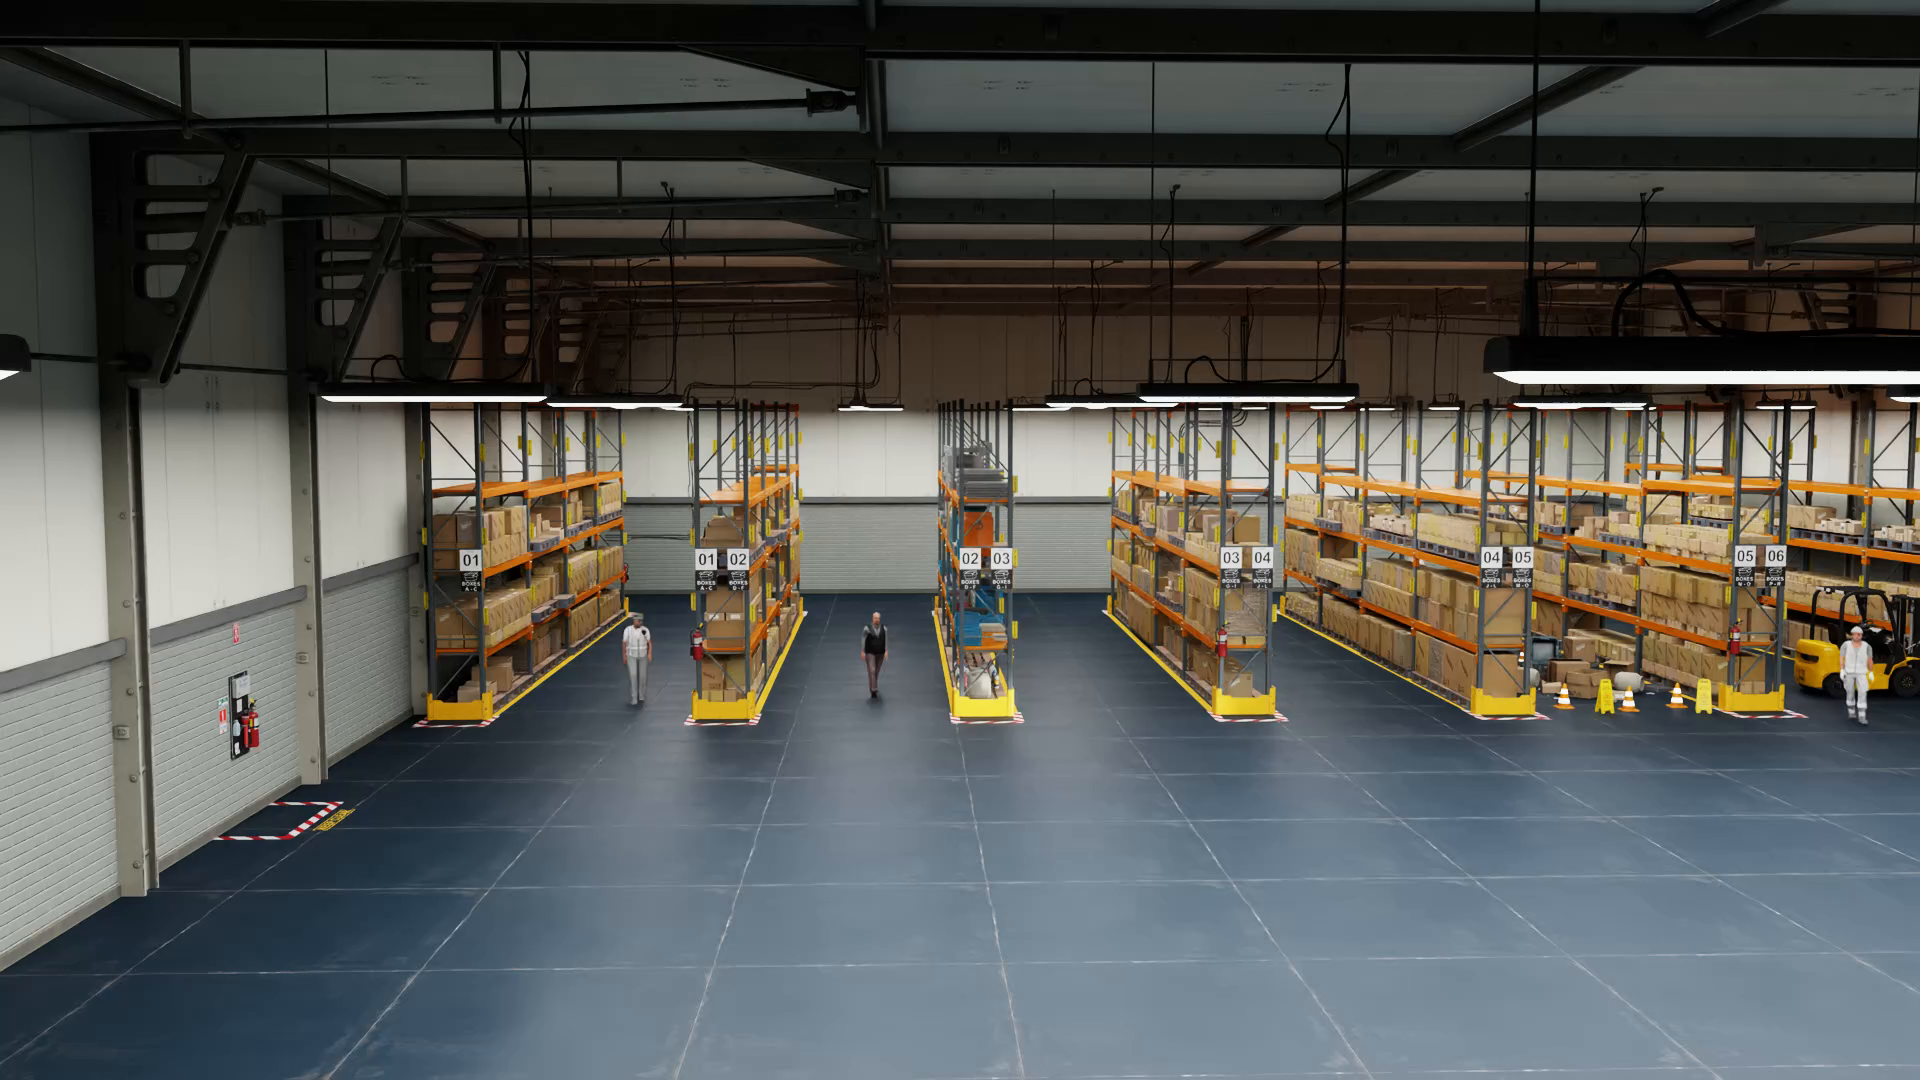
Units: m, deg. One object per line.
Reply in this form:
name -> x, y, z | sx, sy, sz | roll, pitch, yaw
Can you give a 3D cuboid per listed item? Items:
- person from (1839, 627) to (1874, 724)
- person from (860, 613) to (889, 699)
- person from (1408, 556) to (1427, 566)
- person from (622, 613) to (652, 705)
person -> 16.600, 2.480, 30.798 | 0.576, 1.746, 0.919 | 3, 5, 32
person -> -1.699, 2.304, 33.642 | 0.555, 1.675, 0.941 | -2, 5, -28
person -> 14.095, 0.952, 51.277 | 0.593, 1.711, 1.047 | 1, 5, 17
person -> -6.370, 2.361, 33.008 | 0.558, 1.782, 0.679 | -2, 5, -24
